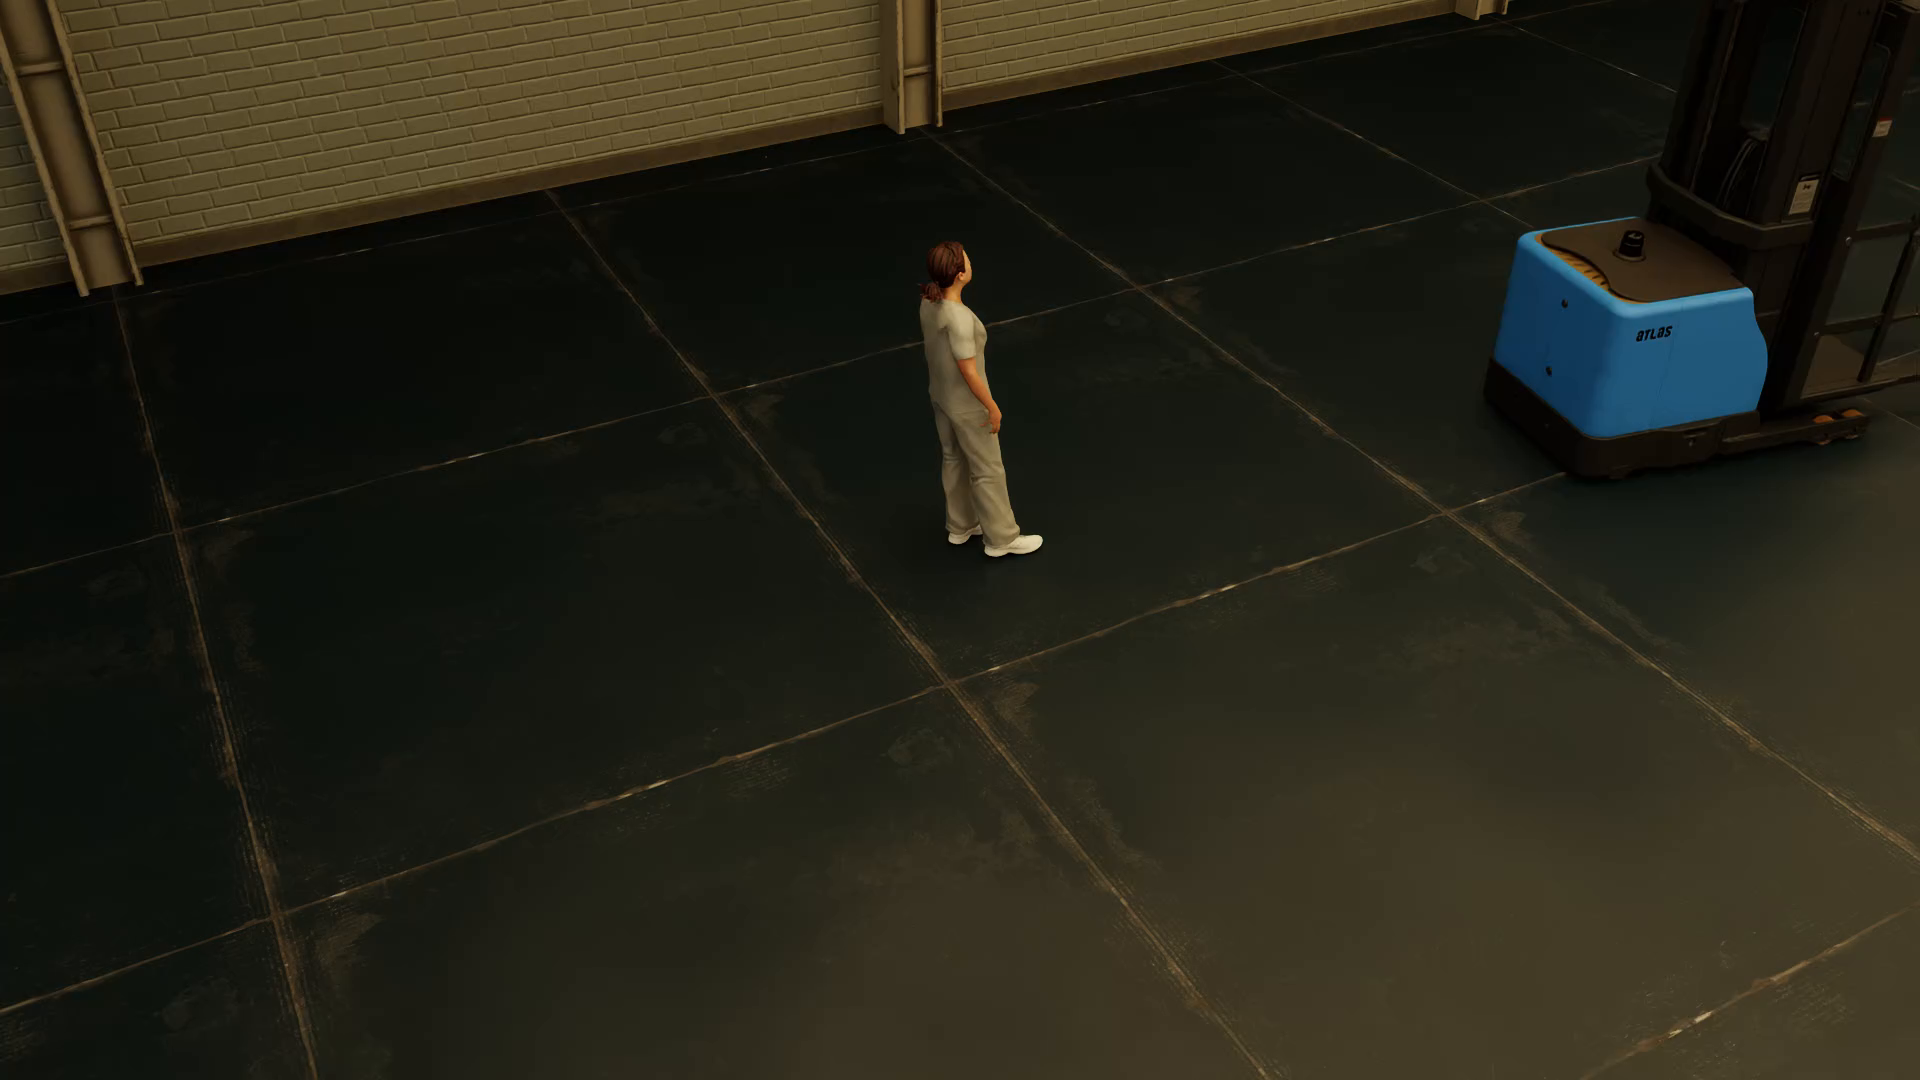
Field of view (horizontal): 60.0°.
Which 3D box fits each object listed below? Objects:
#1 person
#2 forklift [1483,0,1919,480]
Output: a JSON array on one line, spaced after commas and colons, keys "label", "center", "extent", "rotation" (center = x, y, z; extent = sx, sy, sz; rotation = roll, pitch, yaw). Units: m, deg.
[{"label": "person", "center": [0.072, -0.704, 8.193], "extent": [0.548, 1.673, 0.549], "rotation": [-17, 39, -23]}, {"label": "forklift", "center": [4.648, -2.018, 8.978], "extent": [3.031, 2.935, 1.130], "rotation": [-10, 37, -14]}]
